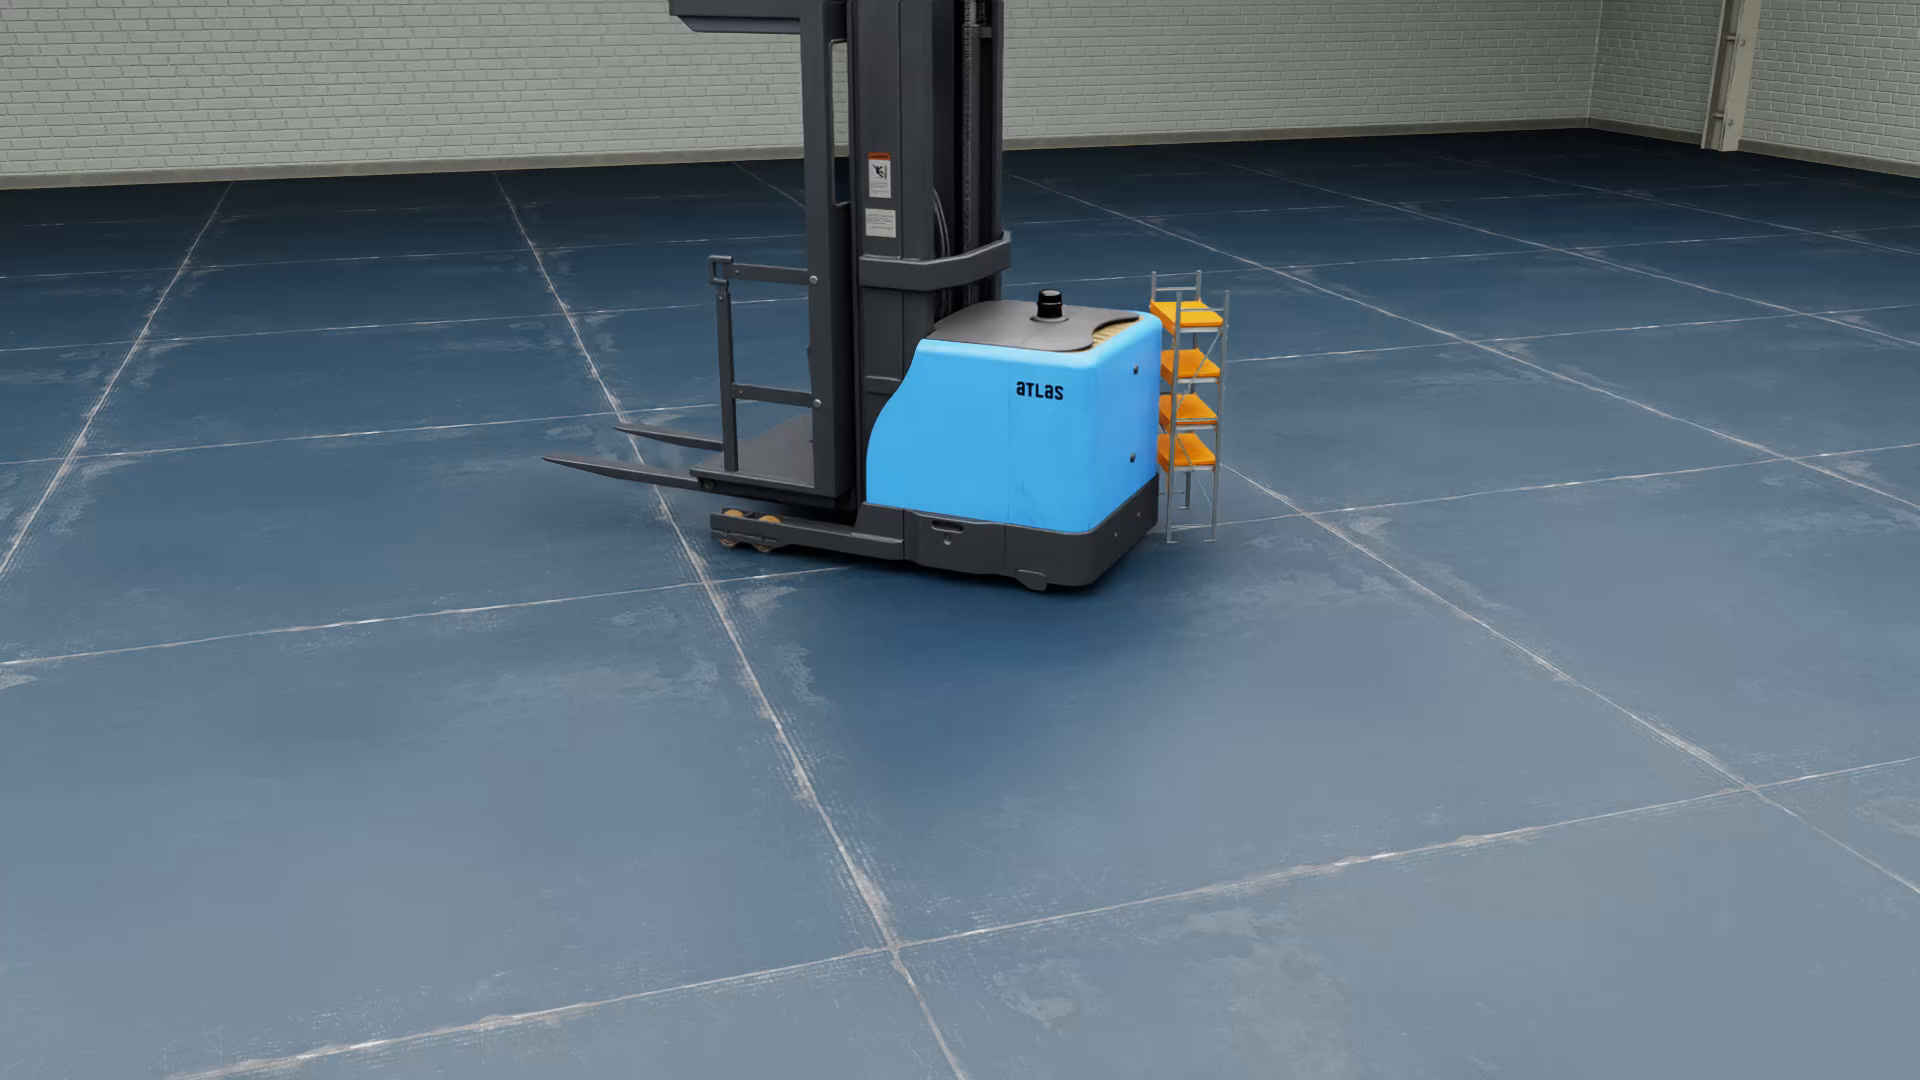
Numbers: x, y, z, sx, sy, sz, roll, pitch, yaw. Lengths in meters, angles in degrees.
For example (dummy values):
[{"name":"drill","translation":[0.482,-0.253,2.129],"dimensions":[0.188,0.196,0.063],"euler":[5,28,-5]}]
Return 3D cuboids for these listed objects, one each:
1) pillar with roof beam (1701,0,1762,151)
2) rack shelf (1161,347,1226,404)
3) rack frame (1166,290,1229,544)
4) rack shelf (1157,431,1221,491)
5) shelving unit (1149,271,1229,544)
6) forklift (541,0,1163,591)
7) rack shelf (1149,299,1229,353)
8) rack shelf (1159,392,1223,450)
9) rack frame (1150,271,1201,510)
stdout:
[{"name":"pillar with roof beam","translation":[6.372,-9.157,20.099],"dimensions":[9.100,9.000,0.400],"euler":[-6,21,-17]},{"name":"rack shelf","translation":[1.063,-0.782,7.857],"dimensions":[0.258,0.148,0.480],"euler":[-2,20,-7]},{"name":"rack frame","translation":[1.093,-0.553,7.682],"dimensions":[0.240,1.200,0.015],"euler":[-2,20,-7]},{"name":"rack shelf","translation":[1.063,-0.385,8.000],"dimensions":[0.258,0.148,0.480],"euler":[-2,20,-7]},{"name":"shelving unit","translation":[1.063,-0.635,7.910],"dimensions":[0.258,1.200,0.503],"euler":[-2,20,-7]},{"name":"forklift","translation":[-0.615,-1.476,7.691],"dimensions":[3.031,2.935,1.130],"euler":[9,22,23]},{"name":"rack shelf","translation":[1.063,-1.005,7.777],"dimensions":[0.258,0.148,0.480],"euler":[-2,20,-7]},{"name":"rack shelf","translation":[1.063,-0.572,7.933],"dimensions":[0.258,0.148,0.480],"euler":[-2,20,-7]},{"name":"rack frame","translation":[1.033,-0.717,8.138],"dimensions":[0.240,1.200,0.015],"euler":[-2,20,-7]}]
